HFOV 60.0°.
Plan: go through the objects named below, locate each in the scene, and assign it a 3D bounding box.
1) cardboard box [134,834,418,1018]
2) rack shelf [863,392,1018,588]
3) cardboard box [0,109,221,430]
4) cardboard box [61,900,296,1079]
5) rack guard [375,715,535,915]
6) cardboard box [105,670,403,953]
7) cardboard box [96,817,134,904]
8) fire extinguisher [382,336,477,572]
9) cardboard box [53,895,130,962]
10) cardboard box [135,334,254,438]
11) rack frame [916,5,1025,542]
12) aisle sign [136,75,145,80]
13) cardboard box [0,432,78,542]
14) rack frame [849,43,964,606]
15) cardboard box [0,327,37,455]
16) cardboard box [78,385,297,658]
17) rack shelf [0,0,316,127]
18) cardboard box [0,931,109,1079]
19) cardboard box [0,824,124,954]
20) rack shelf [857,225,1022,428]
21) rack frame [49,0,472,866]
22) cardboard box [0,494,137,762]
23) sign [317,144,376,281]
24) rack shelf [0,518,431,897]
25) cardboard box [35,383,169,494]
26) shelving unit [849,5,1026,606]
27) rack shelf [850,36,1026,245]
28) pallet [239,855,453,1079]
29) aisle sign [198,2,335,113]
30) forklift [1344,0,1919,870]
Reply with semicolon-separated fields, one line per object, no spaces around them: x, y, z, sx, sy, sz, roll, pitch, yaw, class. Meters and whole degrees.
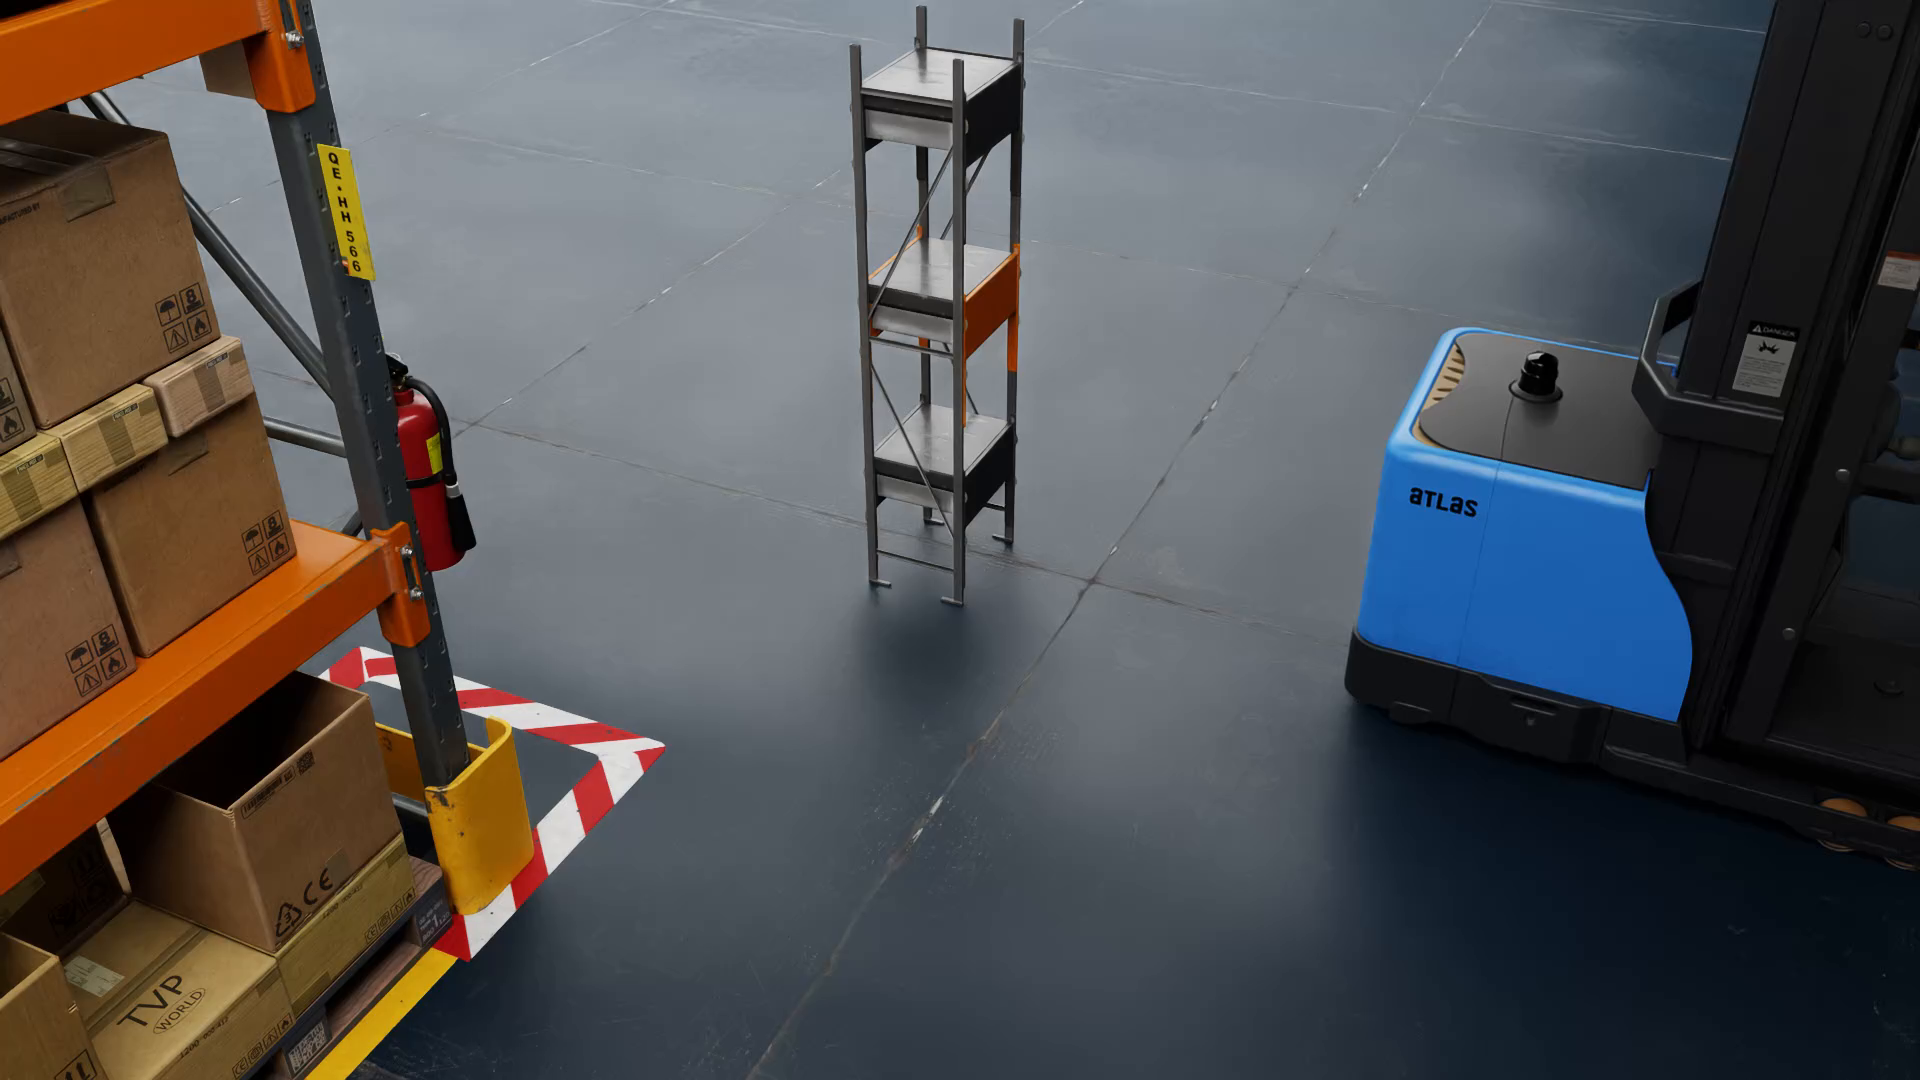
-1.888;0.992;4.626;0.500;0.250;0.500;14;36;20;cardboard box
-0.069;-0.199;6.440;0.431;0.518;0.480;14;36;20;rack shelf
-2.161;-0.645;3.724;0.700;0.500;0.500;14;36;21;cardboard box
-2.087;1.244;4.242;0.500;0.250;0.500;14;36;20;cardboard box
-1.922;0.717;5.201;1.175;0.500;0.348;14;36;20;rack guard
-1.886;0.679;4.419;0.500;0.500;0.500;14;36;20;cardboard box
-2.359;0.873;4.807;0.500;0.250;0.500;14;36;20;cardboard box
-1.461;-0.237;4.446;0.296;0.674;0.183;14;36;20;fire extinguisher
-2.565;1.123;4.426;0.500;0.250;0.500;14;36;20;cardboard box
-1.919;-0.396;3.935;0.380;0.149;0.250;14;36;20;cardboard box
0.033;-0.917;6.234;0.400;2.100;0.015;14;36;20;rack frame
-2.183;-1.507;3.942;0.394;0.787;0.004;14;36;20;aisle sign
-2.134;-0.138;3.542;0.380;0.149;0.250;14;36;20;cardboard box
-0.171;-0.674;5.863;0.400;2.100;0.015;14;36;20;rack frame
-2.376;-0.382;3.323;0.700;0.500;0.500;13;36;19;cardboard box
-2.139;-0.129;4.120;0.700;0.500;0.500;14;36;20;cardboard box
-2.769;-0.274;2.353;1.077;0.370;4.000;14;36;20;rack shelf
-2.291;1.181;3.655;0.500;0.500;0.500;14;36;20;cardboard box
-2.566;0.809;4.221;0.500;0.500;0.500;14;36;20;cardboard box
-0.069;-0.784;6.056;0.431;0.518;0.480;14;36;20;rack shelf
-1.932;-0.317;4.498;1.000;3.000;0.127;14;36;20;rack frame
-2.355;0.134;3.720;0.700;0.500;0.500;15;36;22;cardboard box
-1.445;-0.769;3.915;0.100;0.325;0.005;14;36;20;sign
-2.769;0.980;3.176;1.077;0.370;4.000;14;36;20;rack shelf
-2.027;-0.265;3.736;0.380;0.149;0.250;15;36;22;cardboard box
-0.069;-0.796;6.049;0.431;2.100;0.503;14;36;20;shelving unit
-0.069;-1.370;5.672;0.431;0.518;0.480;14;36;20;rack shelf
-2.214;1.240;4.667;1.003;0.211;1.213;14;36;20;pallet
-1.638;-1.369;3.732;0.394;0.787;0.004;14;36;20;aisle sign
2.909;-0.532;4.888;3.031;2.935;1.130;14;36;21;forklift
